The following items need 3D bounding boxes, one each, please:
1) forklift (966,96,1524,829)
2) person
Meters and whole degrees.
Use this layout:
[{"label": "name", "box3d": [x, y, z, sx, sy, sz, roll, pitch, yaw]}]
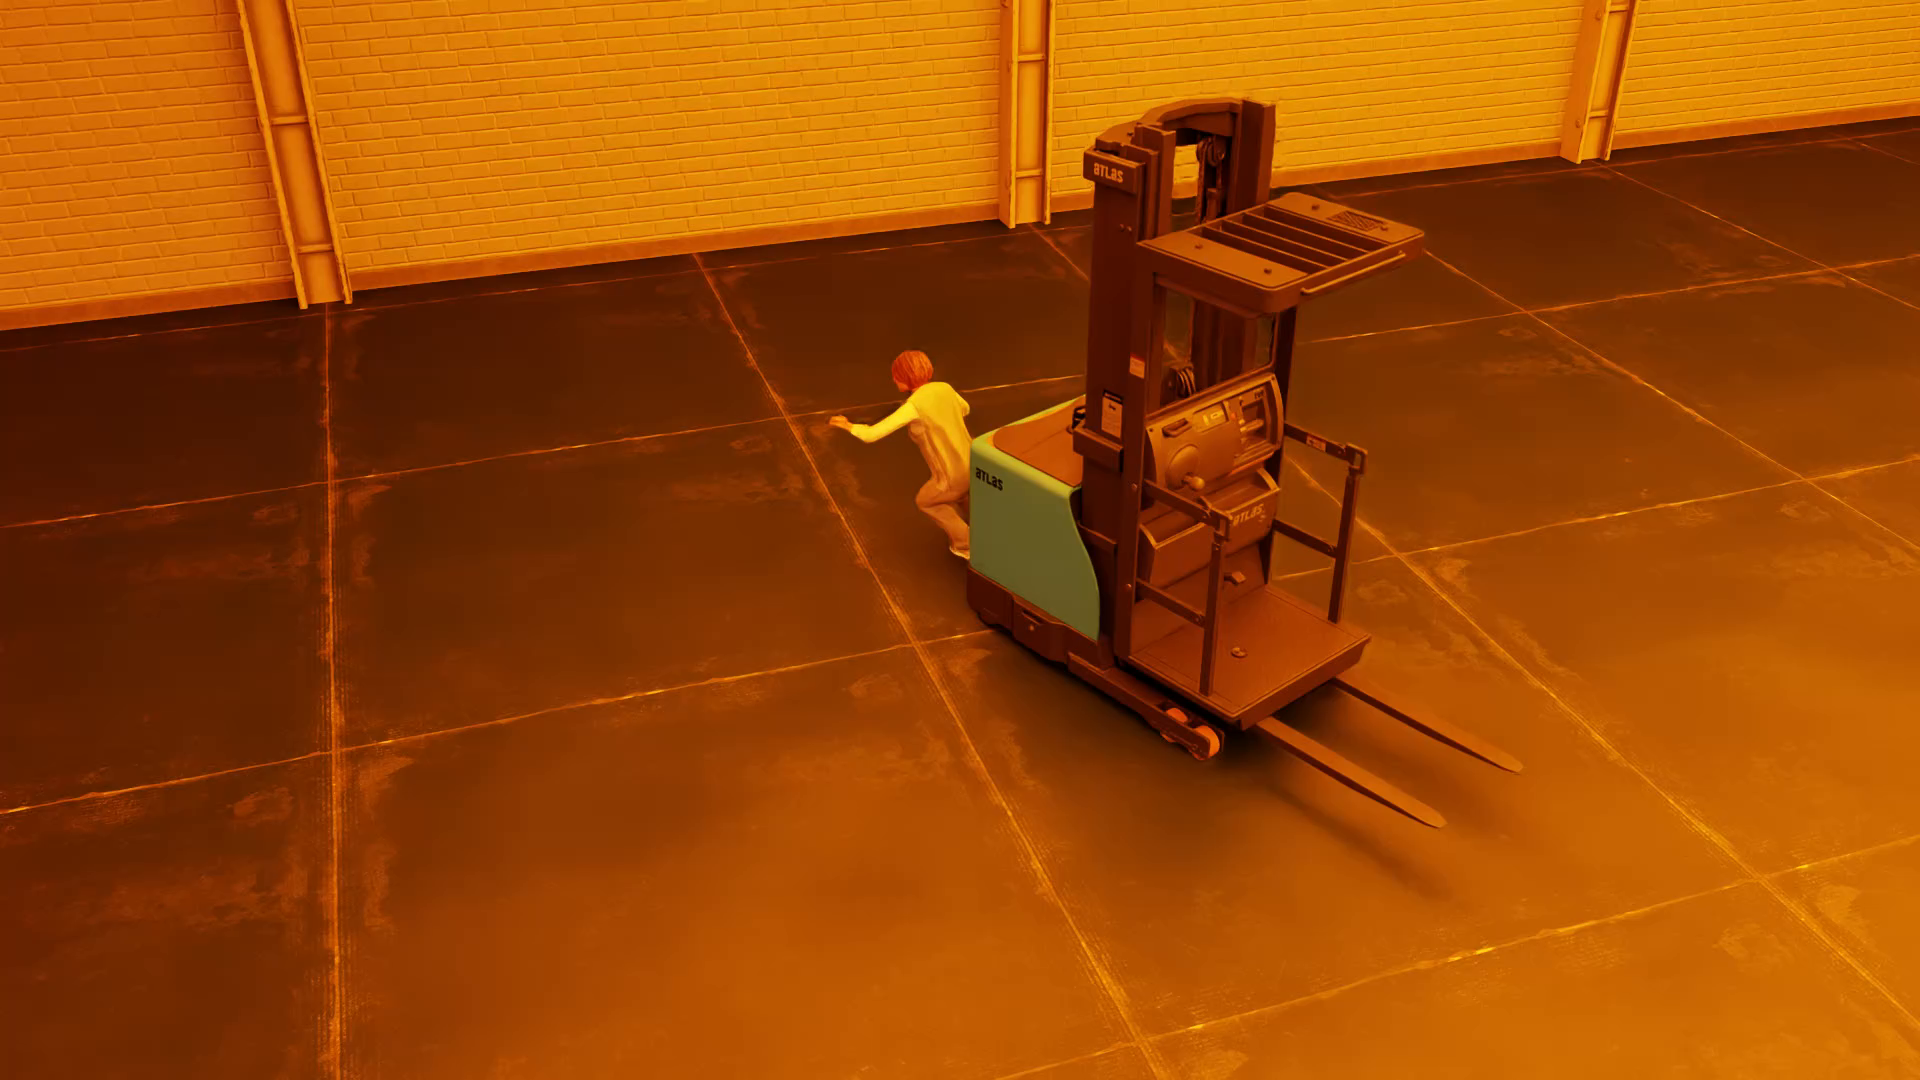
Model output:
[{"label": "forklift", "box3d": [1.382, -0.479, 7.919, 1.130, 2.935, 3.031, -23, 37, -35]}, {"label": "person", "box3d": [-0.192, -0.508, 9.561, 0.849, 1.366, 1.027, 15, 33, 24]}]
